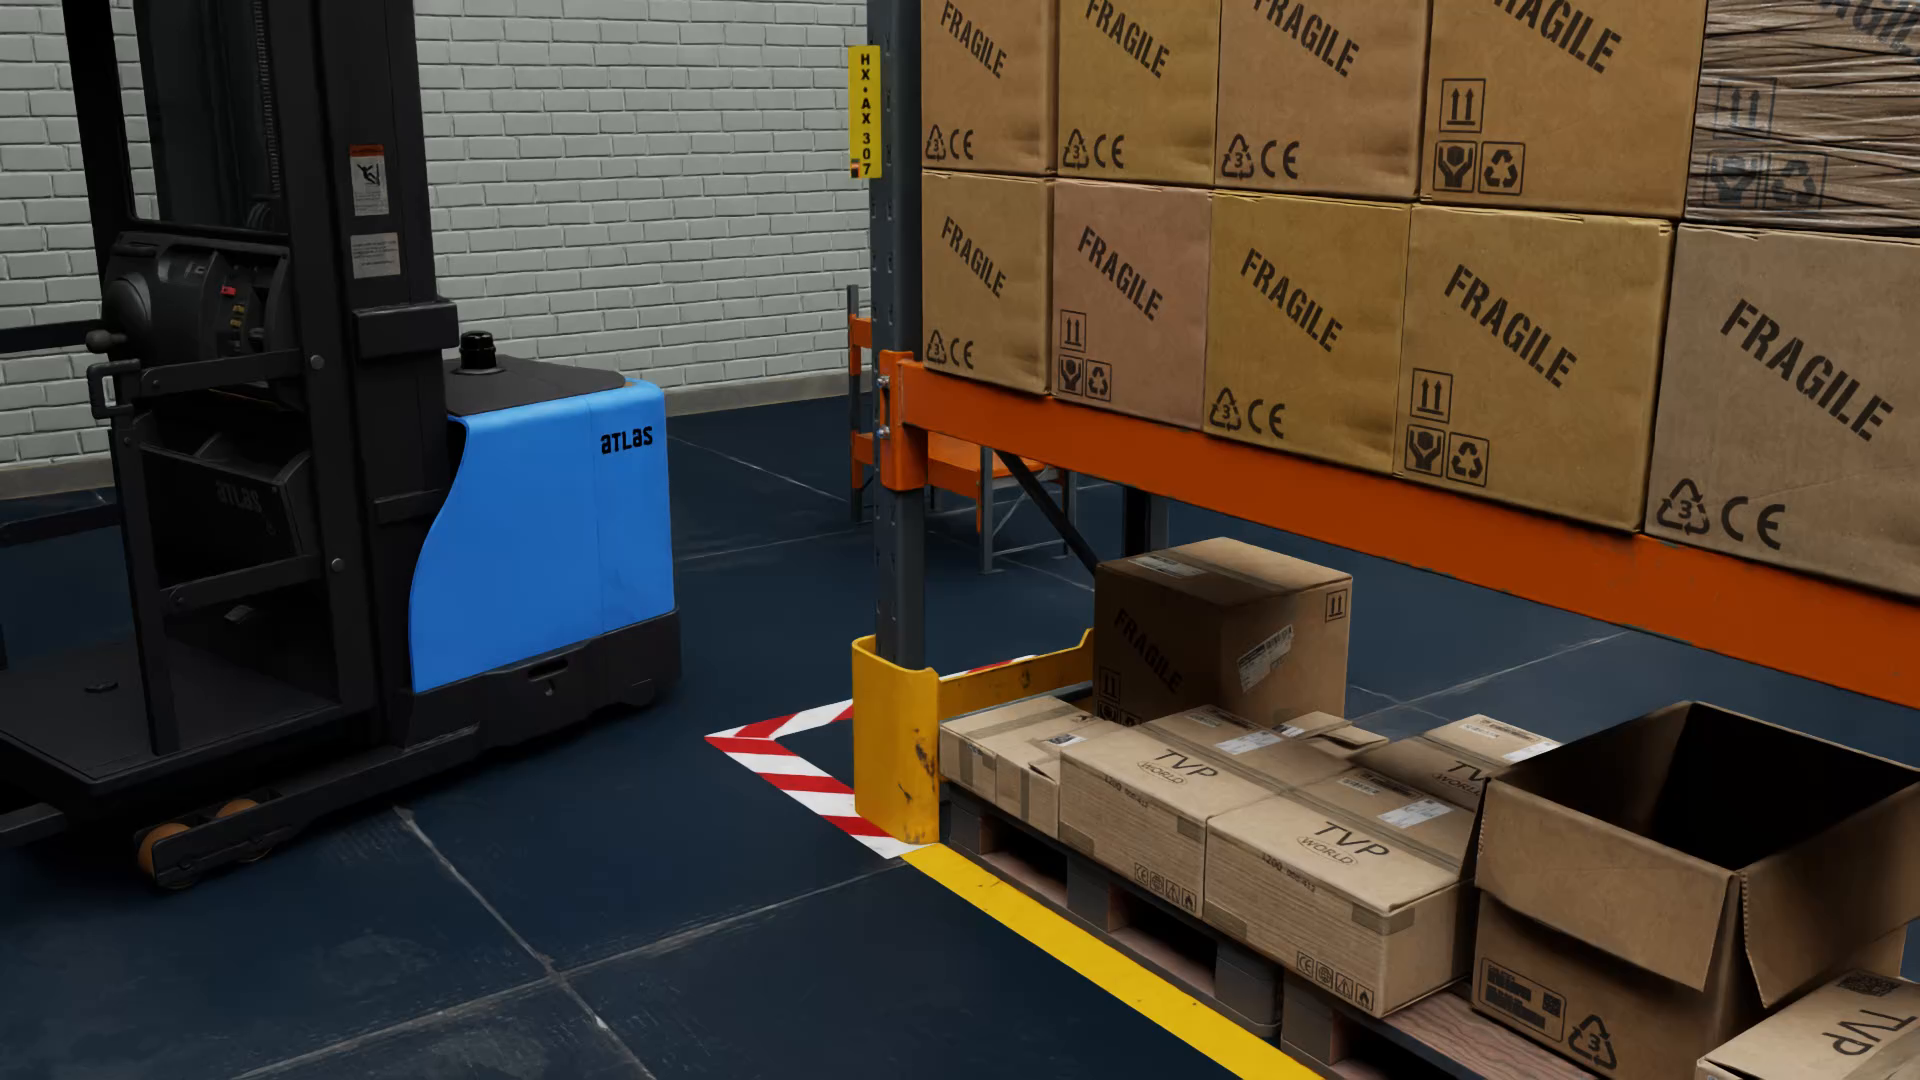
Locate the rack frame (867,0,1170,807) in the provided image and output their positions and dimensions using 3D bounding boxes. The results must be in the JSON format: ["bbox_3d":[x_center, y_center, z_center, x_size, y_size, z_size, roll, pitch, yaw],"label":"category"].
[{"bbox_3d":[0.201,-0.751,4.638,1.000,3.000,0.127,-11,19,-35],"label":"rack frame"}]

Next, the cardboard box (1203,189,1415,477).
[{"bbox_3d":[0.849,-0.447,3.336,0.500,0.500,0.500,-11,19,-35],"label":"cardboard box"}]

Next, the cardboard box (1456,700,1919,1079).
[{"bbox_3d":[1.444,0.695,3.252,0.797,0.503,0.637,-11,19,-35],"label":"cardboard box"}]

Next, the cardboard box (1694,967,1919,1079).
[{"bbox_3d":[1.548,0.950,2.683,0.500,0.311,0.500,-11,19,-35],"label":"cardboard box"}]

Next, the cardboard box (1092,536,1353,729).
[{"bbox_3d":[0.720,0.320,4.626,0.500,0.500,0.500,-11,19,-35],"label":"cardboard box"}]

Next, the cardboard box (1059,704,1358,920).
[{"bbox_3d":[0.585,0.630,3.968,0.500,0.250,0.500,-11,19,-35],"label":"cardboard box"}]

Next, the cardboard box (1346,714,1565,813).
[{"bbox_3d":[1.255,0.648,3.900,0.500,0.250,0.500,-11,19,-35],"label":"cardboard box"}]

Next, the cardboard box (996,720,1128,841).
[{"bbox_3d":[0.316,0.599,4.237,0.380,0.166,0.250,-11,19,-35],"label":"cardboard box"}]

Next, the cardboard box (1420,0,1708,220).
[{"bbox_3d":[1.152,-0.819,2.805,0.500,0.500,0.500,-11,19,-35],"label":"cardboard box"}]

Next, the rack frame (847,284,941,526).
[{"bbox_3d":[-0.303,-0.653,7.829,0.500,1.125,0.032,-11,19,-35],"label":"rack frame"}]

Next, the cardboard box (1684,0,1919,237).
[{"bbox_3d":[1.447,-0.712,2.411,0.500,0.500,0.500,-11,19,-34],"label":"cardboard box"}]

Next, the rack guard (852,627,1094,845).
[{"bbox_3d":[0.246,0.471,4.909,1.175,0.500,0.348,-11,19,-35],"label":"rack guard"}]

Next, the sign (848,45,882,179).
[{"bbox_3d":[-0.238,-1.084,4.216,0.100,0.325,0.005,-11,19,-35],"label":"sign"}]

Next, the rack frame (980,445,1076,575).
[{"bbox_3d":[0.295,-0.435,7.036,0.500,1.125,0.032,-11,19,-35],"label":"rack frame"}]

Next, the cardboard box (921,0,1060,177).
[{"bbox_3d":[0.249,-1.146,3.997,0.500,0.500,0.500,-10,18,-33],"label":"cardboard box"}]

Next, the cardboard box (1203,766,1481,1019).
[{"bbox_3d":[0.879,0.737,3.578,0.500,0.250,0.500,-11,19,-35],"label":"cardboard box"}]

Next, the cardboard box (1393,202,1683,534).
[{"bbox_3d":[1.142,-0.340,2.946,0.500,0.500,0.500,-11,19,-34],"label":"cardboard box"}]

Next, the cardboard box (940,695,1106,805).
[{"bbox_3d":[0.169,0.555,4.435,0.380,0.149,0.250,-11,19,-35],"label":"cardboard box"}]

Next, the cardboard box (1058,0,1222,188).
[{"bbox_3d":[0.562,-1.035,3.594,0.500,0.500,0.500,-11,19,-34],"label":"cardboard box"}]

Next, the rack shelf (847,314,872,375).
[{"bbox_3d":[-0.004,-0.826,7.356,0.538,0.278,1.000,-11,19,-35],"label":"rack shelf"}]

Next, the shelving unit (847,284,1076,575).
[{"bbox_3d":[-0.004,-0.544,7.433,0.538,1.125,1.048,-11,19,-35],"label":"shelving unit"}]

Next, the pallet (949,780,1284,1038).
[{"bbox_3d":[0.715,0.780,4.326,1.003,0.211,1.213,-11,19,-35],"label":"pallet"}]

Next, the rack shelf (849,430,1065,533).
[{"bbox_3d":[-0.004,-0.308,7.497,0.538,0.278,1.000,-11,19,-35],"label":"rack shelf"}]

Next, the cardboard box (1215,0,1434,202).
[{"bbox_3d":[0.853,-0.928,3.201,0.500,0.500,0.500,-11,19,-34],"label":"cardboard box"}]

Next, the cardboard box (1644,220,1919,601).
[{"bbox_3d":[1.444,-0.231,2.550,0.500,0.500,0.500,-10,18,-33],"label":"cardboard box"}]

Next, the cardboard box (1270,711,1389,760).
[{"bbox_3d":[0.886,0.582,4.303,0.380,0.166,0.250,-11,19,-35],"label":"cardboard box"}]

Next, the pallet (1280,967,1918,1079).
[{"bbox_3d":[1.429,1.041,3.374,1.003,0.211,1.213,-11,19,-35],"label":"pallet"}]

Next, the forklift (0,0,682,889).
[{"bbox_3d":[-2.246,-0.661,4.438,1.130,2.935,3.031,12,19,37],"label":"forklift"}]

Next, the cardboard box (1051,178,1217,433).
[{"bbox_3d":[0.557,-0.554,3.730,0.500,0.500,0.500,-11,19,-35],"label":"cardboard box"}]

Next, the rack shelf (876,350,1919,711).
[{"bbox_3d":[1.377,0.023,3.173,1.077,0.370,4.000,-11,19,-35],"label":"rack shelf"}]

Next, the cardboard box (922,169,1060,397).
[{"bbox_3d":[0.249,-0.664,4.129,0.500,0.500,0.500,-10,18,-33],"label":"cardboard box"}]
